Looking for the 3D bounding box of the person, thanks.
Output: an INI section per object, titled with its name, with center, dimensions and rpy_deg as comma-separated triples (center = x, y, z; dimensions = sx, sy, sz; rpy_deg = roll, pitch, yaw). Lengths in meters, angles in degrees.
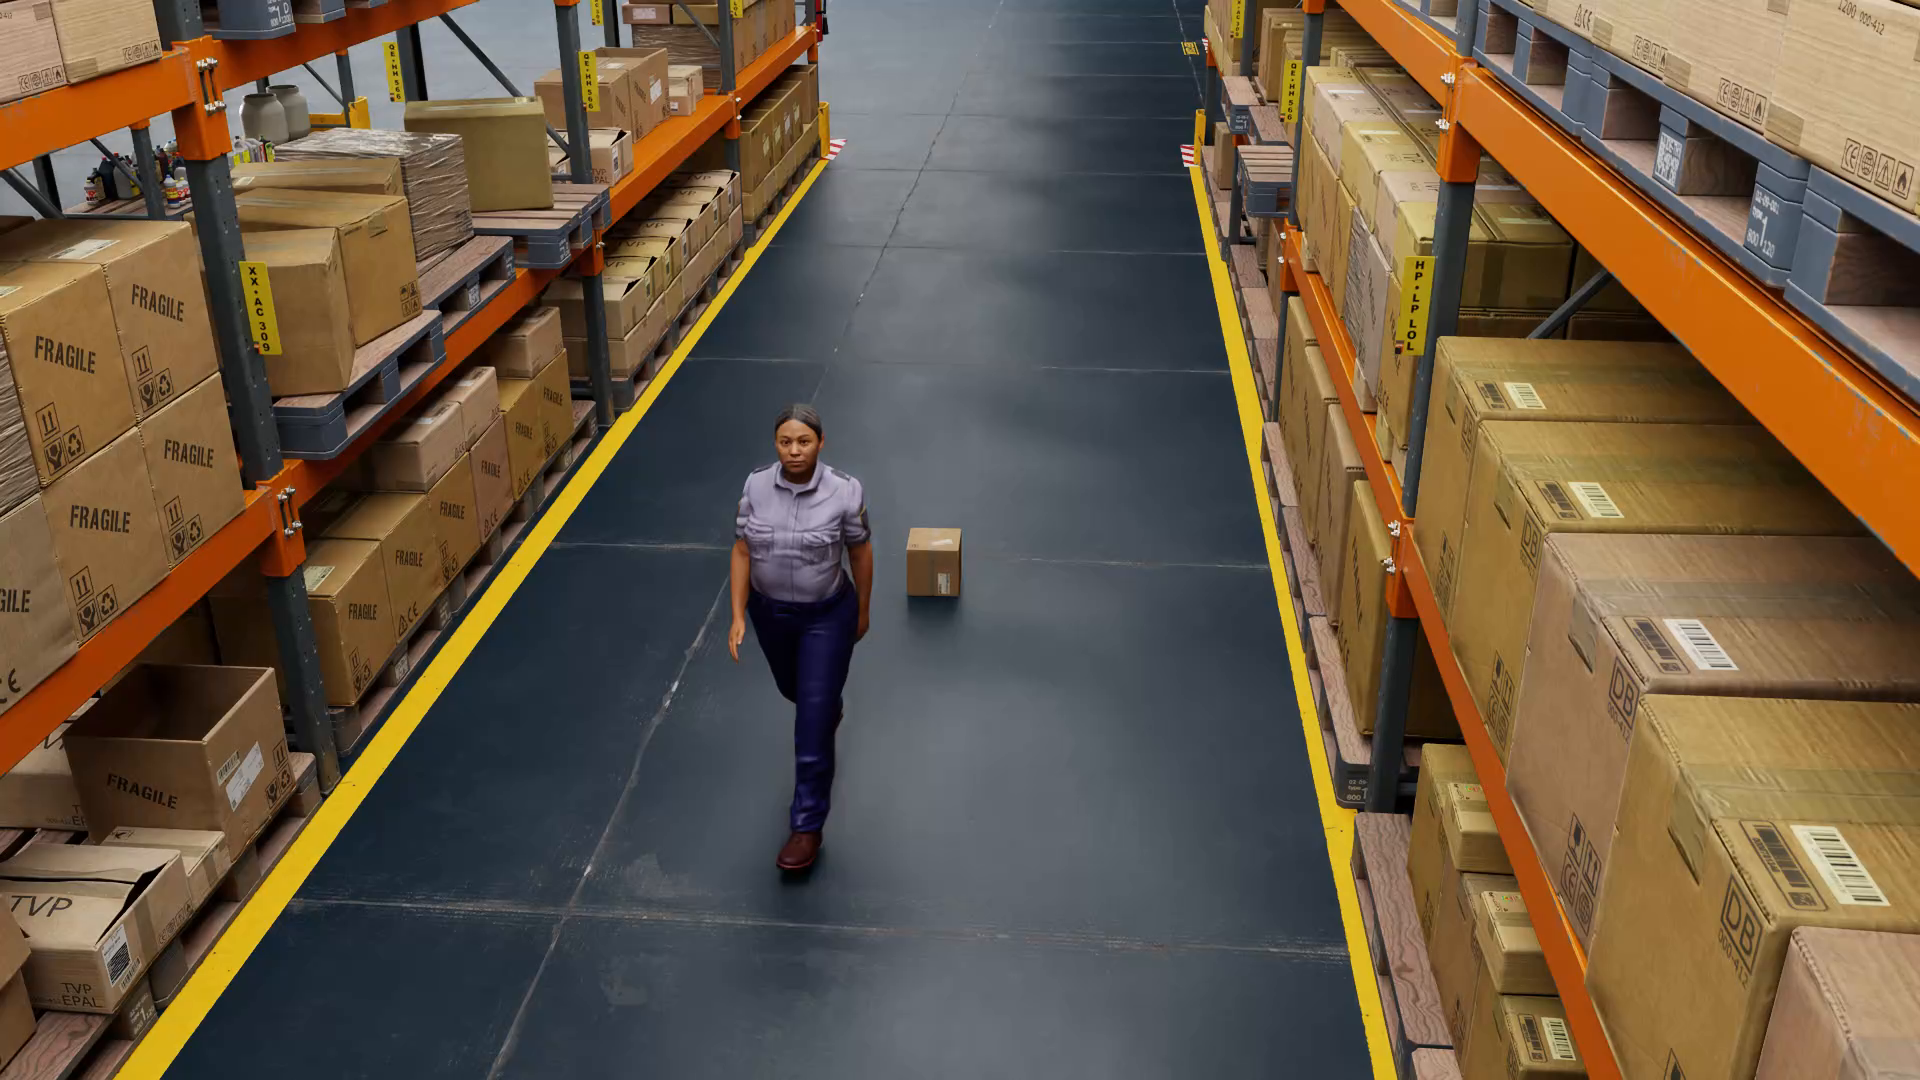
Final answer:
[person]
center = -0.580, 0.267, 6.035
dimensions = 0.482, 1.590, 1.025
rpy_deg = 7, 26, 15
